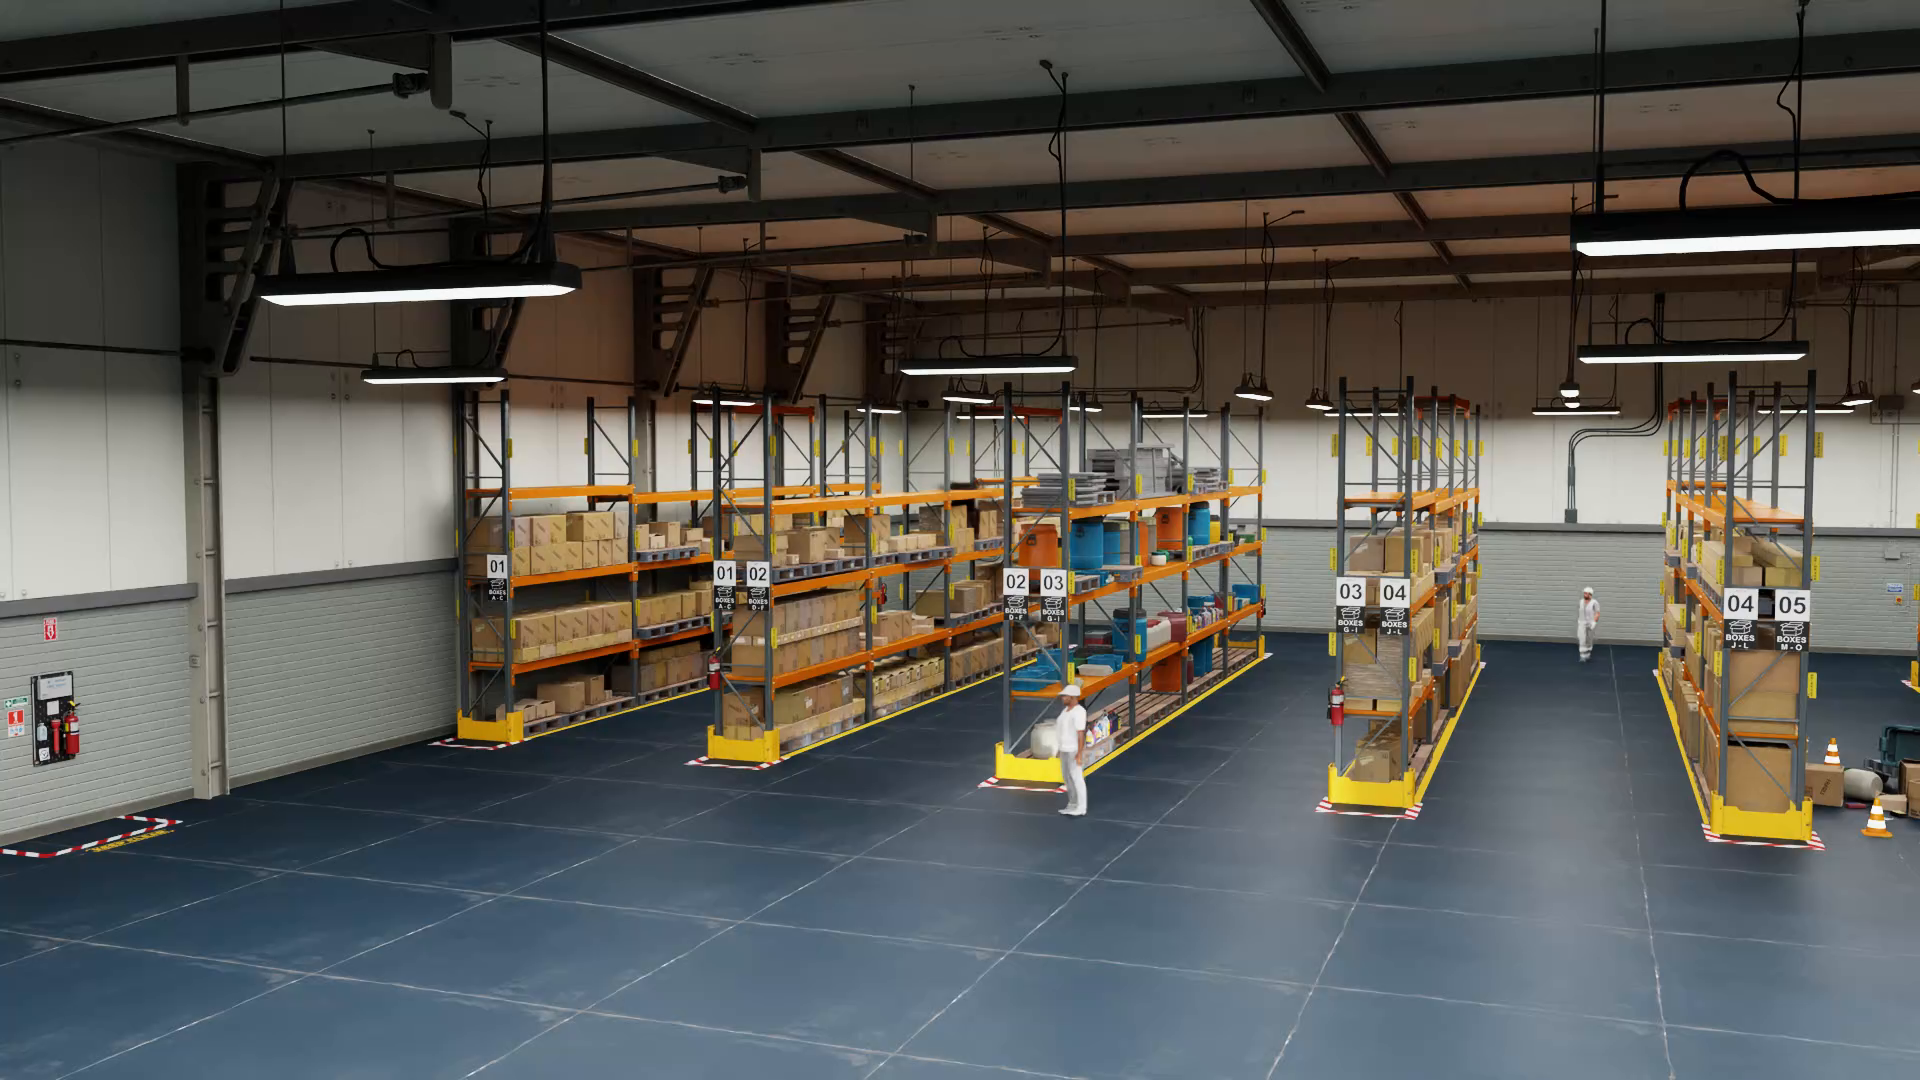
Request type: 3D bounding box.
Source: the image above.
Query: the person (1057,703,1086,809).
[{"bbox_3d":[1.527,2.951,22.708,0.375,1.443,0.438,-1,3,-21],"label":"person"}]

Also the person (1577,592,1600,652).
[{"bbox_3d":[14.664,1.885,38.802,0.472,1.466,0.726,1,3,18],"label":"person"}]

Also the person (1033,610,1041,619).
[{"bbox_3d":[2.159,1.861,43.028,0.779,1.545,0.488,3,4,40],"label":"person"}]
